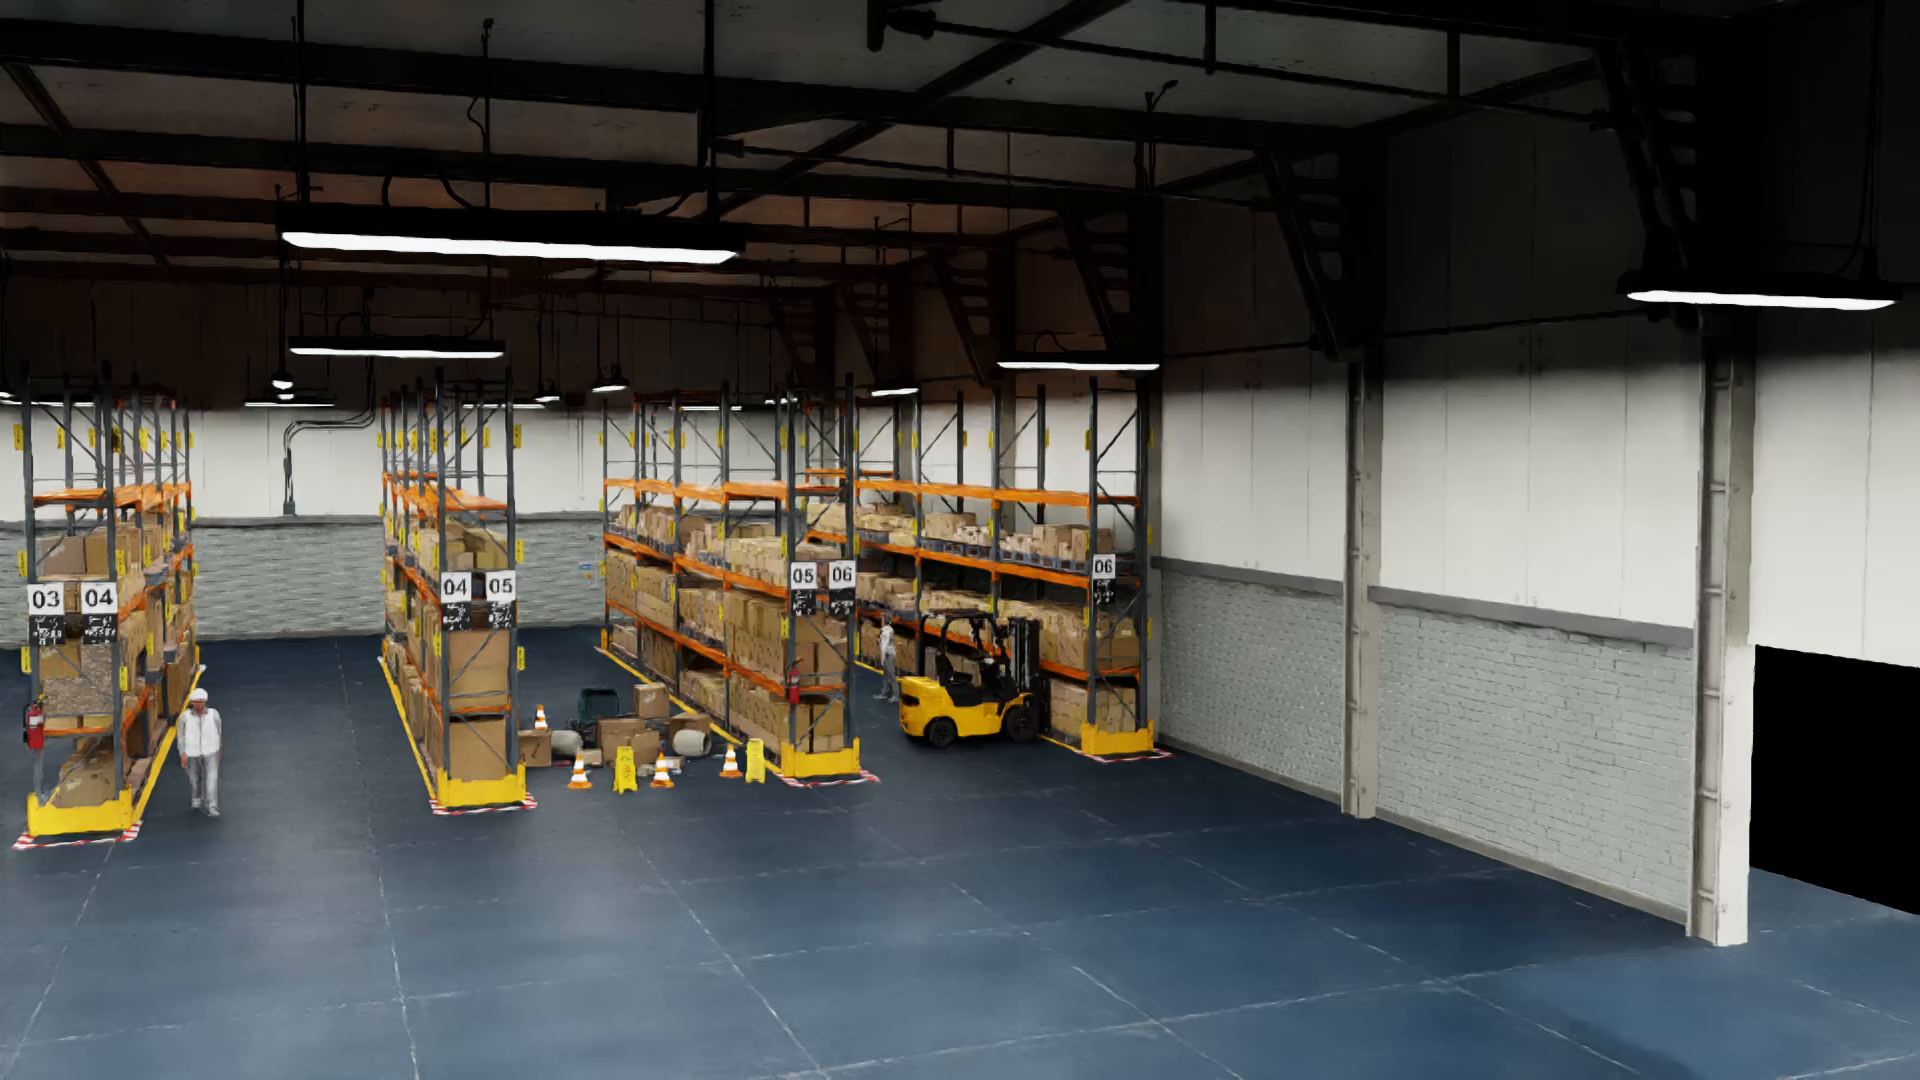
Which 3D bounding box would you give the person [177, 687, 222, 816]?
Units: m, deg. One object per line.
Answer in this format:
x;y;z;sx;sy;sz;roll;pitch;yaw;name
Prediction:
-10.128;2.802;22.153;0.546;1.695;1.105;-1;4;-23;person

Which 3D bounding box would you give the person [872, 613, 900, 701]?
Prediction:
-1.425;2.236;31.909;0.538;1.663;0.586;0;3;4;person
